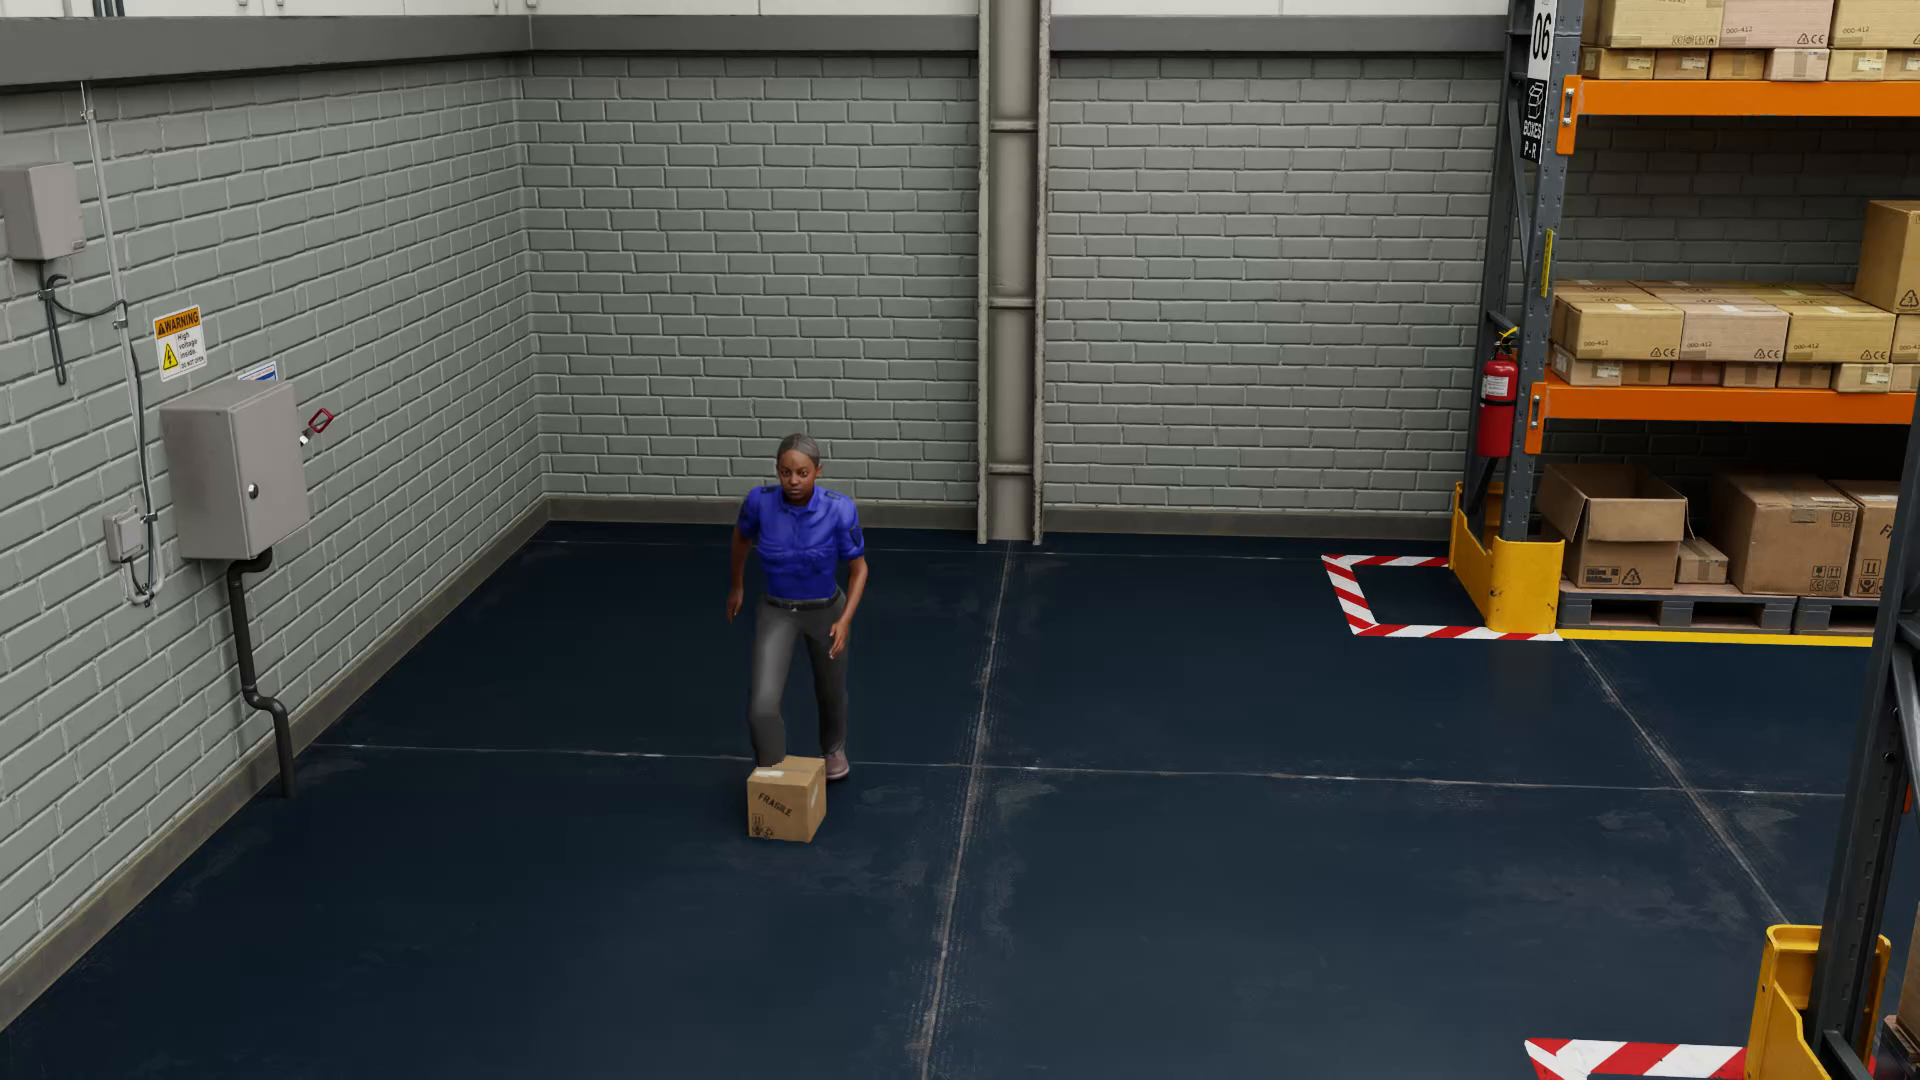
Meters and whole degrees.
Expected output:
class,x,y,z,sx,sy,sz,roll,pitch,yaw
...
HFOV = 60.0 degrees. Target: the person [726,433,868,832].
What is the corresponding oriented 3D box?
class,x,y,z,sx,sy,sz,roll,pitch,yaw
person,-0.658,0.319,6.675,0.590,1.612,0.791,-1,18,-2
